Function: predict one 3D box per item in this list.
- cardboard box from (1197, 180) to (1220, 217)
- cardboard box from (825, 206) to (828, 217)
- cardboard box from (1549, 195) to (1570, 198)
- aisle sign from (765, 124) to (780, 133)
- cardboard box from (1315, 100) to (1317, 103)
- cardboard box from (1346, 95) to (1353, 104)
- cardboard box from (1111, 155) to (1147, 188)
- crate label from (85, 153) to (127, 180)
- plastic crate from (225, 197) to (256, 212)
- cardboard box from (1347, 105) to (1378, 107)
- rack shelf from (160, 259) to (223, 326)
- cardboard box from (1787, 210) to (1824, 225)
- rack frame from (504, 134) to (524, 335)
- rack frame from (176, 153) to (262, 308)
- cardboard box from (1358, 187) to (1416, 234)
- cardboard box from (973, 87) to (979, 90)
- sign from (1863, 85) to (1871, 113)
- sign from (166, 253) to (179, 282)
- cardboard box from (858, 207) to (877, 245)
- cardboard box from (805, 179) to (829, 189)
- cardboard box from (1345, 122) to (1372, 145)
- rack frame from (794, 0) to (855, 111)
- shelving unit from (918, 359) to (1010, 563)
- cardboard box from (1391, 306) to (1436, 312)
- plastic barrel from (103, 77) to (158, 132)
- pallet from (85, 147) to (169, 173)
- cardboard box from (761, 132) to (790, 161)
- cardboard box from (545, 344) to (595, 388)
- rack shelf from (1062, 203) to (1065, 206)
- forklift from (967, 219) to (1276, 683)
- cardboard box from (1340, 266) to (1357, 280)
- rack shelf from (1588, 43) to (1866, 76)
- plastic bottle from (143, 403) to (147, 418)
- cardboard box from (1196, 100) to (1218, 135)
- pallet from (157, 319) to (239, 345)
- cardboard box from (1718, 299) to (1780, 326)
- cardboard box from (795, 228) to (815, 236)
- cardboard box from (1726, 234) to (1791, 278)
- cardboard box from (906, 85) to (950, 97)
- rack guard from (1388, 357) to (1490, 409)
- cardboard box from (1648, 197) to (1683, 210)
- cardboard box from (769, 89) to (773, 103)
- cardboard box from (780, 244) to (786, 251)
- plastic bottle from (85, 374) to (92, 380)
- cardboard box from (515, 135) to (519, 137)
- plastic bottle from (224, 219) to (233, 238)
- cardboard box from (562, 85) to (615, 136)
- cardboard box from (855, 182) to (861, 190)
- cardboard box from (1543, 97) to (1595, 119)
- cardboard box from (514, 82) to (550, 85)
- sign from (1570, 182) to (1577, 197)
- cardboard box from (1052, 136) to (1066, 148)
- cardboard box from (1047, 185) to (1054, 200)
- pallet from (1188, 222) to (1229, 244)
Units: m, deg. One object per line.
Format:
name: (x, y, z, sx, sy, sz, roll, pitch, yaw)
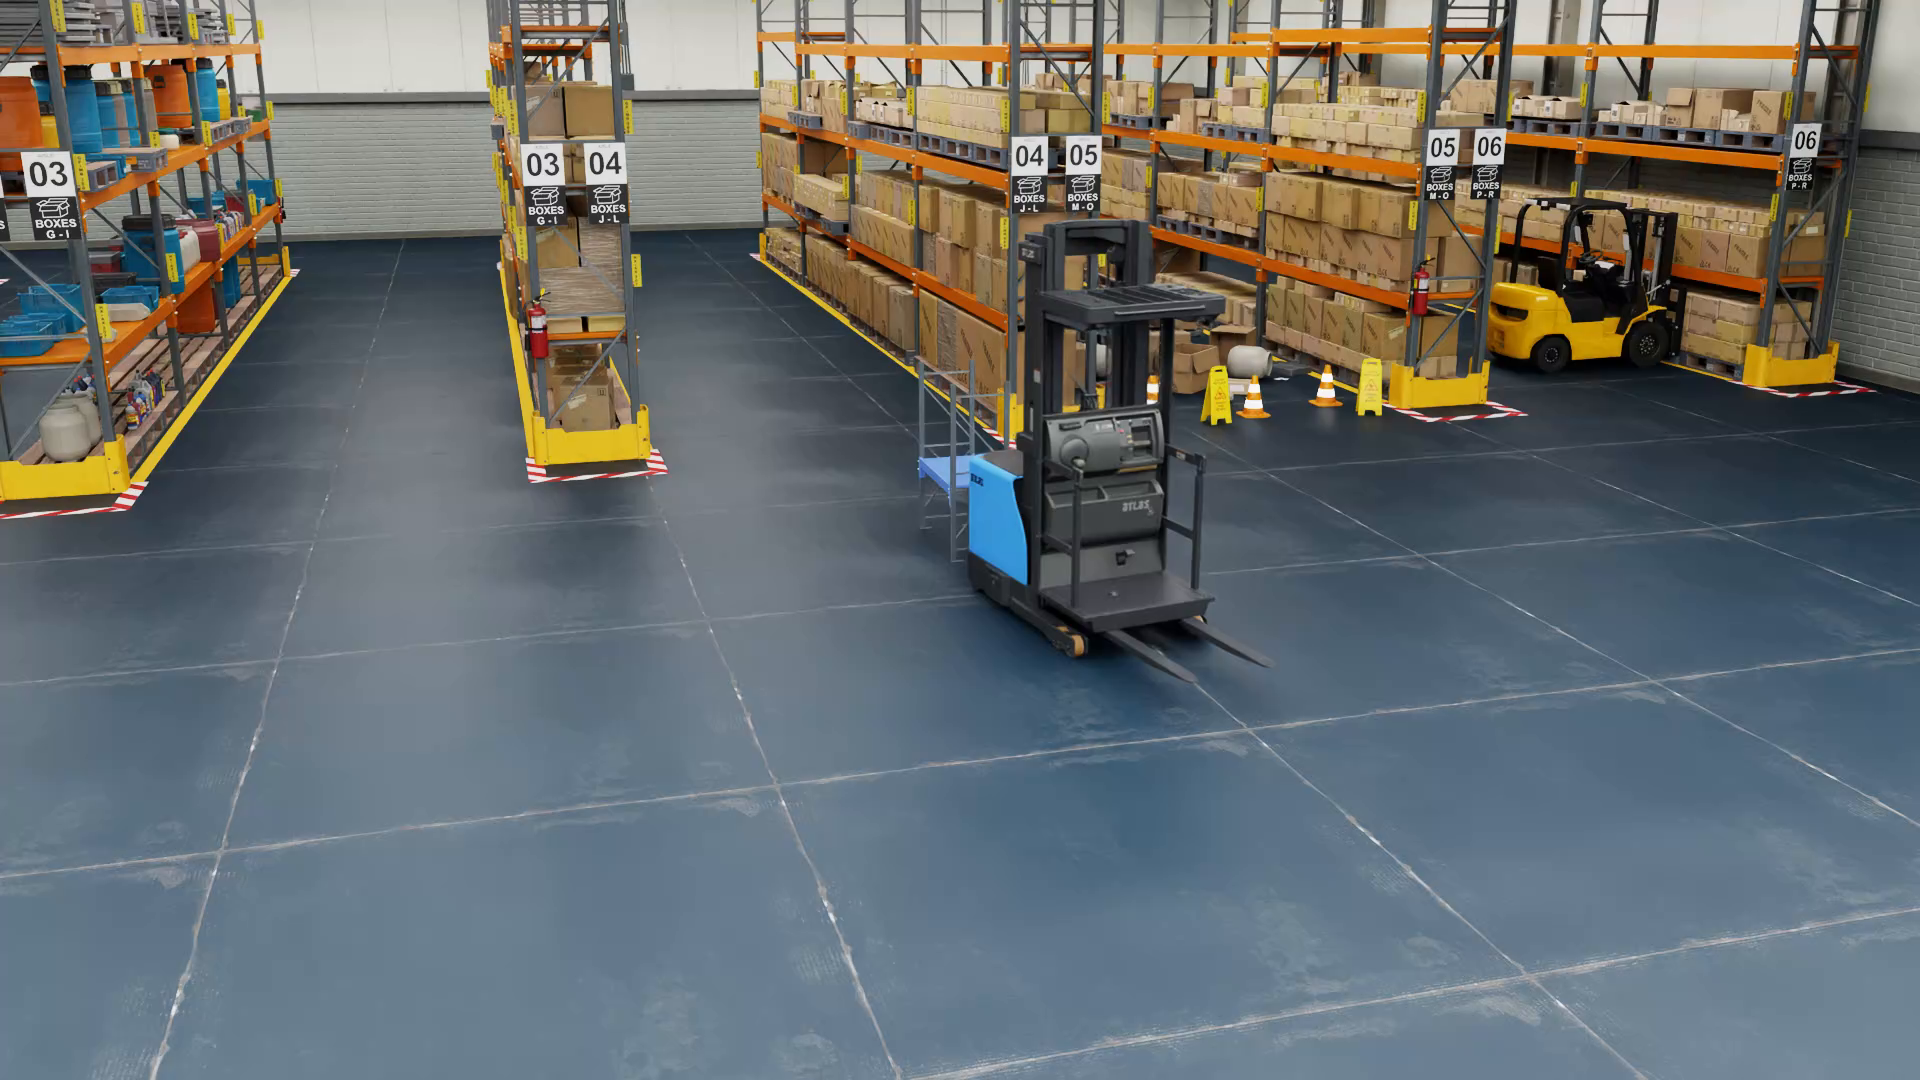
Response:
cardboard box: (3.867, -5.083, 24.740, 0.500, 0.500, 0.500, -5, 18, -17)
cardboard box: (-1.913, -5.165, 26.140, 0.380, 0.149, 0.250, -4, 17, -14)
cardboard box: (9.009, -5.056, 24.769, 0.380, 0.149, 0.250, -5, 17, -16)
aisle sign: (-3.705, -8.299, 32.346, 0.394, 0.787, 0.004, -5, 17, -15)
cardboard box: (6.833, -8.384, 31.680, 0.500, 0.250, 0.500, -5, 17, -15)
cardboard box: (7.189, -7.932, 29.964, 0.380, 0.149, 0.250, -5, 17, -16)
cardboard box: (2.861, -6.192, 27.939, 0.500, 0.500, 0.500, -5, 17, -15)
crate label: (-8.755, -3.785, 16.882, 0.502, 0.251, 0.408, -5, 17, -15)
plastic crate: (-12.099, -5.604, 27.995, 0.437, 0.282, 0.530, -5, 17, -15)
cardboard box: (5.258, -5.579, 21.646, 0.380, 0.149, 0.250, -4, 17, -14)
rack shelf: (-10.207, -3.191, 21.111, 1.077, 0.370, 4.000, -5, 17, -15)
cardboard box: (10.617, -4.055, 20.919, 0.380, 0.149, 0.250, -5, 17, -16)
rack frame: (-5.995, -4.480, 24.152, 1.000, 3.000, 0.127, -5, 17, -15)
rack frame: (-11.856, -5.195, 26.532, 1.000, 3.000, 0.127, -5, 17, -15)
cardboard box: (5.250, -3.985, 20.074, 0.700, 0.500, 0.500, -5, 17, -15)
cardboard box: (0.378, -5.539, 20.611, 0.380, 0.149, 0.250, -5, 17, -15)
sign: (11.039, -5.379, 20.276, 0.100, 0.325, 0.005, -5, 17, -15)
sign: (-9.126, -3.155, 19.260, 0.100, 0.325, 0.005, -5, 17, -15)
cardboard box: (-1.192, -4.606, 24.399, 0.500, 0.500, 0.500, -5, 17, -16)
cardboard box: (-2.344, -5.883, 27.497, 0.380, 0.149, 0.250, -5, 17, -16)
cardboard box: (5.048, -4.960, 20.281, 0.500, 0.250, 0.500, -4, 17, -14)
rack frame: (-2.297, -8.824, 28.185, 1.000, 3.000, 0.127, -5, 17, -15)
shelving unit: (0.023, -0.695, 14.158, 0.538, 1.500, 1.048, -5, 17, -15)
cardboard box: (5.622, -2.690, 20.939, 0.500, 0.500, 0.500, -5, 18, -17)
plastic barrel: (-10.740, -5.521, 21.532, 0.600, 0.901, 0.600, 0, 17, 0)
pallet: (-9.365, -4.136, 18.122, 1.213, 0.211, 1.003, -5, 17, -15)
cardboard box: (-3.528, -7.581, 32.047, 0.500, 0.500, 0.500, -5, 17, -16)
cardboard box: (-4.659, -2.106, 19.864, 0.500, 0.500, 0.500, 1, 17, 2)
rack shelf: (1.885, -6.579, 32.389, 1.077, 0.370, 4.000, -5, 17, -15)
forklift: (4.428, -3.533, 21.120, 15.389, 2.935, 17.983, -8, 18, -24)
cardboard box: (5.005, -3.365, 20.878, 0.380, 0.149, 0.250, -5, 17, -16)
rack shelf: (9.954, -6.334, 21.843, 1.077, 0.370, 4.000, -5, 17, -15)
plastic bottle: (-8.906, -1.422, 18.072, 0.097, 0.201, 0.097, 0, 17, 0)
cardboard box: (3.980, -6.330, 24.917, 0.797, 0.503, 0.637, -5, 17, -15)
pallet: (-11.014, -2.968, 23.965, 1.003, 0.211, 1.213, -5, 17, -15)
cardboard box: (10.077, -2.910, 21.237, 0.500, 0.250, 0.500, -4, 17, -13)
cardboard box: (-2.993, -5.977, 32.328, 0.380, 0.149, 0.250, -4, 17, -14)
cardboard box: (10.116, -3.607, 21.073, 0.500, 0.500, 0.500, -5, 17, -16)
cardboard box: (-0.451, -6.119, 23.317, 0.500, 0.500, 0.500, -5, 17, -15)
rack guard: (5.711, -1.875, 19.824, 1.175, 0.500, 0.348, -5, 17, -15)
cardboard box: (9.637, -4.590, 22.700, 0.380, 0.149, 0.250, -5, 17, -15)
cardboard box: (-3.254, -8.234, 30.828, 0.500, 0.250, 0.500, -4, 17, -15)
cardboard box: (-3.196, -5.584, 31.535, 0.380, 0.149, 0.250, -6, 18, -18)
plastic bottle: (-9.992, -1.763, 19.086, 0.097, 0.271, 0.097, 0, 17, 0)
cardboard box: (-4.523, -4.235, 17.692, 0.380, 0.149, 0.250, -6, 18, -18)
plastic bottle: (-11.097, -4.710, 25.134, 0.152, 0.276, 0.135, -5, 17, -15)
cardboard box: (-3.944, -4.566, 17.663, 0.500, 0.500, 0.500, -5, 17, -15)
cardboard box: (-1.501, -5.717, 26.941, 0.380, 0.149, 0.250, -4, 17, -14)
cardboard box: (8.971, -6.374, 24.496, 0.500, 0.311, 0.500, -5, 18, -17)
cardboard box: (-6.925, -7.112, 26.798, 0.700, 0.500, 0.500, -4, 17, -14)
sign: (8.886, -5.022, 24.080, 0.100, 0.325, 0.005, -5, 17, -15)
cardboard box: (1.215, -4.317, 17.928, 0.380, 0.149, 0.250, -5, 17, -15)
cardboard box: (1.915, -6.668, 31.262, 0.500, 0.500, 0.500, -5, 17, -17)
pallet: (4.117, -4.627, 24.976, 1.003, 0.211, 1.213, -5, 17, -15)
